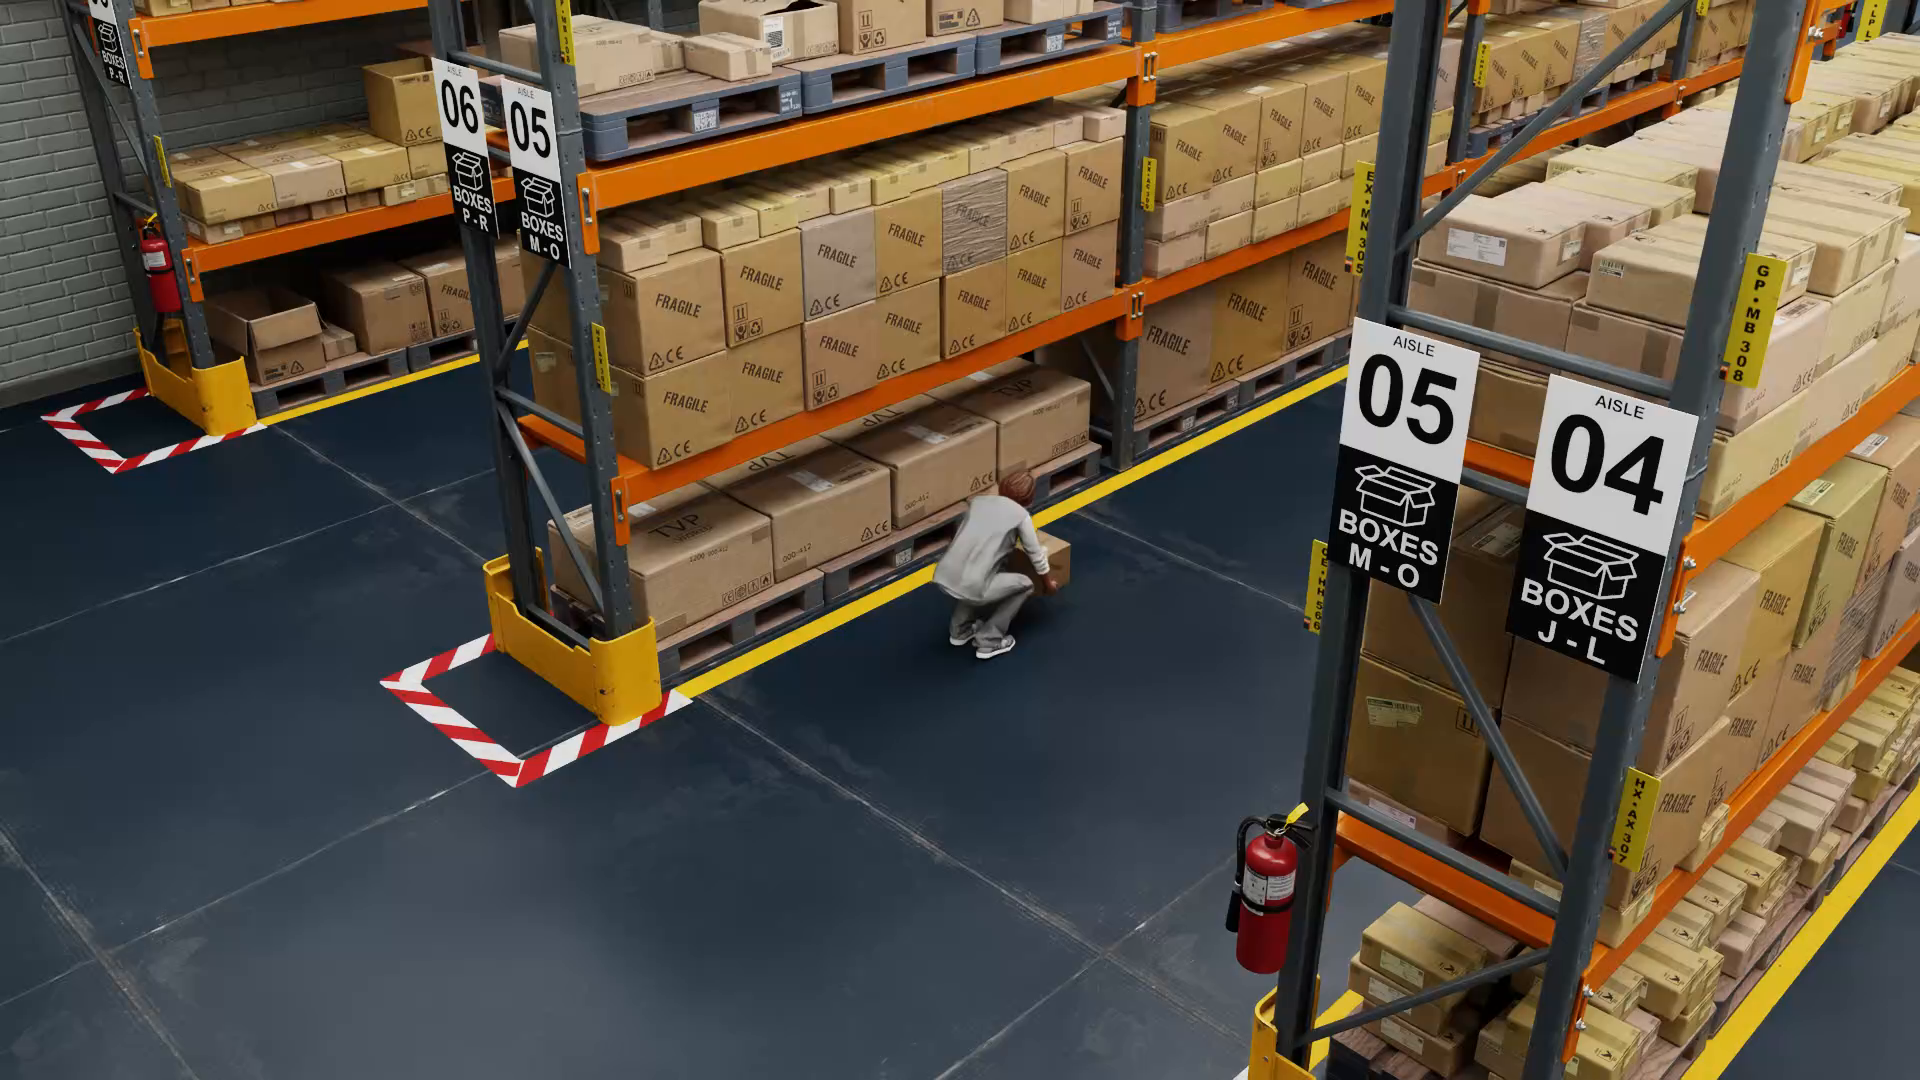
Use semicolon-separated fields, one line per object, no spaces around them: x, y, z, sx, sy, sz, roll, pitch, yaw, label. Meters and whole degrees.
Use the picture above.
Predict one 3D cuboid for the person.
0.175;0.141;9.107;0.447;0.903;0.807;25;37;38;person
